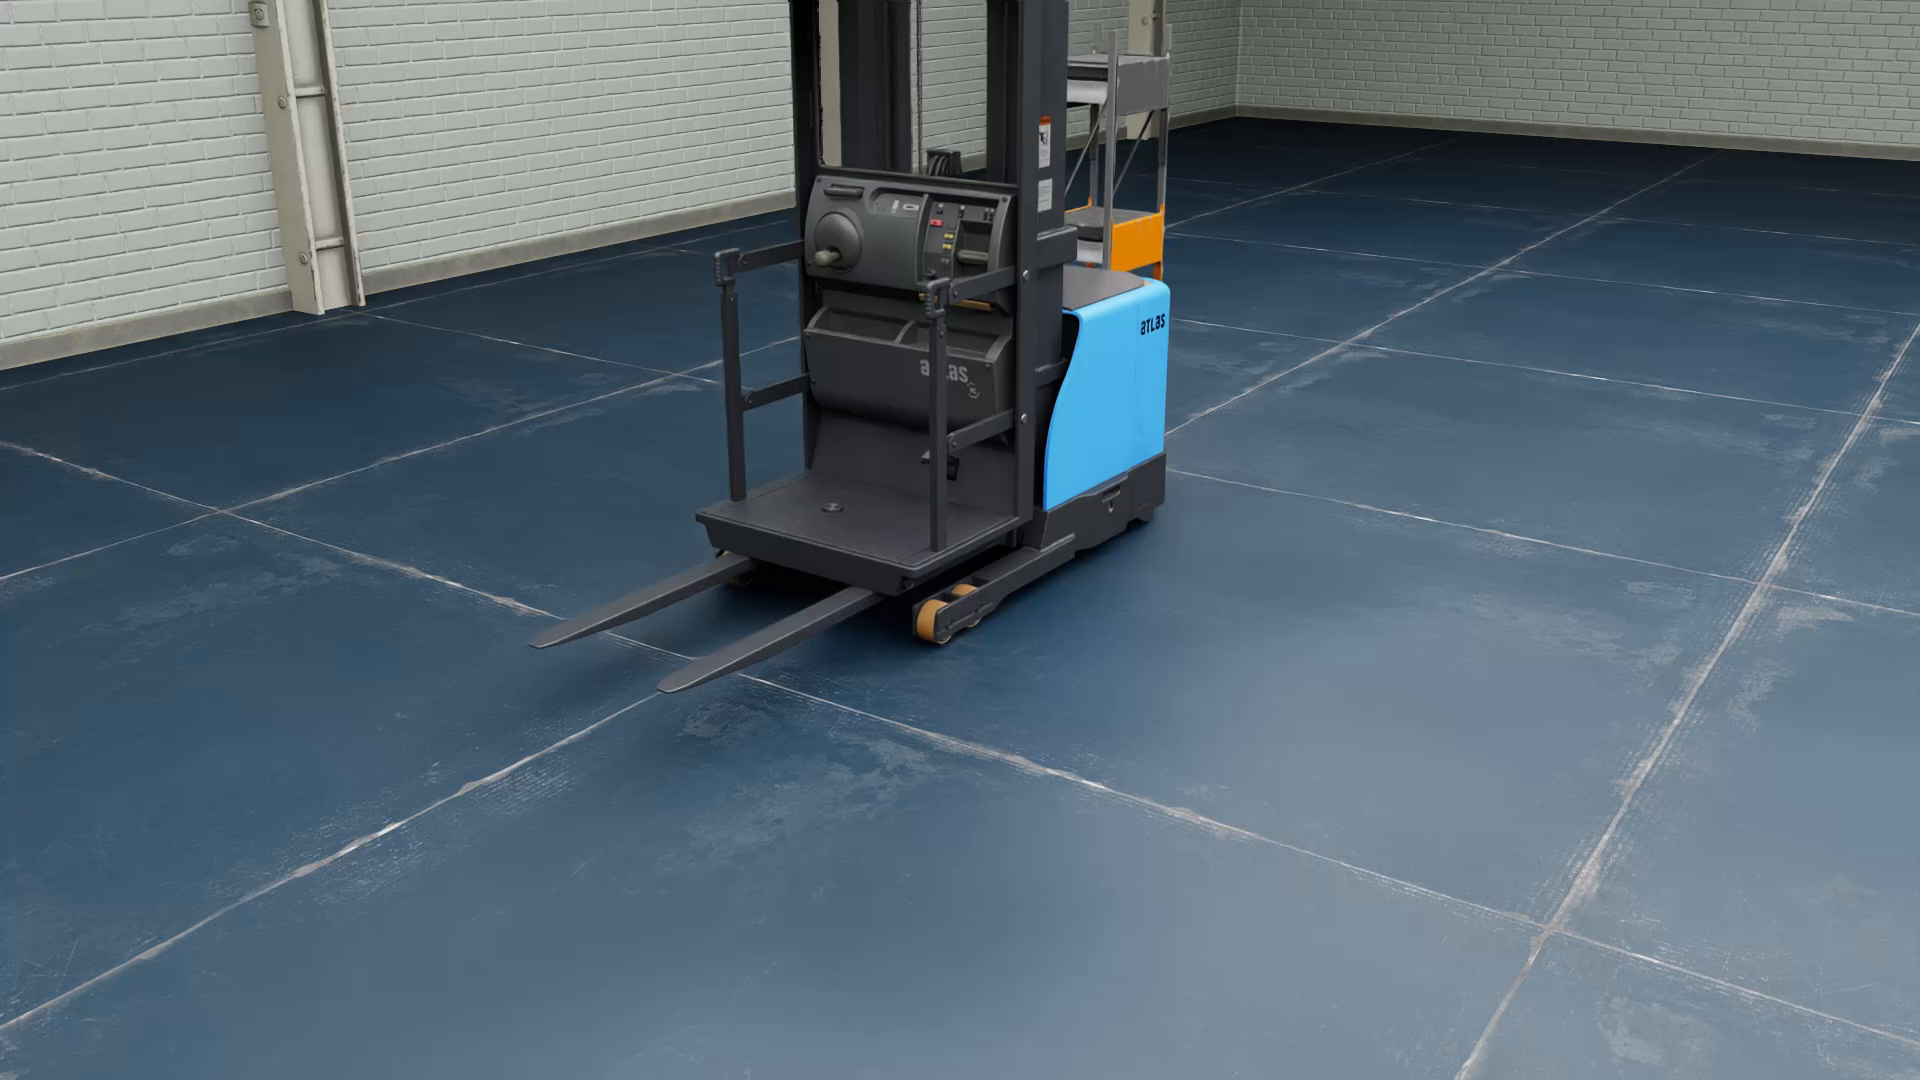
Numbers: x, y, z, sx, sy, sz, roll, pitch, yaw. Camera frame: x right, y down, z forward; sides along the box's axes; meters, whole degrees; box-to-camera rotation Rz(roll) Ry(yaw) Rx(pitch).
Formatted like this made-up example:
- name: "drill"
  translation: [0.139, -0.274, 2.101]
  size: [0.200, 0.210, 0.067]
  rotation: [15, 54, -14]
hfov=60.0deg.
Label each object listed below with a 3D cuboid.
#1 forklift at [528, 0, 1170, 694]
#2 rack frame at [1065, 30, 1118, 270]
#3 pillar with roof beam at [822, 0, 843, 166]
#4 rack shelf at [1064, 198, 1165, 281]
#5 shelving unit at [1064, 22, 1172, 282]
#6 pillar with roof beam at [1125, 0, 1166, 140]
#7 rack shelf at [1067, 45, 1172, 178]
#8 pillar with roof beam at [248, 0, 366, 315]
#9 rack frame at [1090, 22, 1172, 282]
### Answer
- name: "forklift"
  translation: [-0.331, -1.174, 6.214]
  size: [1.130, 2.935, 3.031]
  rotation: [14, 24, 33]
- name: "rack frame"
  translation: [0.507, -1.231, 7.567]
  size: [0.400, 2.100, 0.015]
  rotation: [14, 24, 33]
- name: "pillar with roof beam"
  translation: [2.495, -6.740, 12.515]
  size: [9.100, 9.000, 0.400]
  rotation: [13, 24, 32]
- name: "rack shelf"
  translation: [0.647, -1.288, 7.759]
  size: [0.431, 0.518, 0.480]
  rotation: [14, 24, 33]
- name: "shelving unit"
  translation: [0.647, -1.301, 7.754]
  size: [0.431, 2.100, 0.503]
  rotation: [14, 24, 33]
- name: "pillar with roof beam"
  translation: [5.868, -8.461, 17.169]
  size: [9.100, 9.000, 0.400]
  rotation: [13, 24, 32]
- name: "rack shelf"
  translation: [0.647, -1.944, 7.516]
  size: [0.431, 0.518, 0.480]
  rotation: [14, 24, 33]
- name: "pillar with roof beam"
  translation: [-0.878, -5.018, 7.861]
  size: [9.100, 9.000, 0.400]
  rotation: [13, 24, 32]
- name: "rack frame"
  translation: [0.787, -1.370, 7.942]
  size: [0.400, 2.100, 0.015]
  rotation: [14, 24, 33]
